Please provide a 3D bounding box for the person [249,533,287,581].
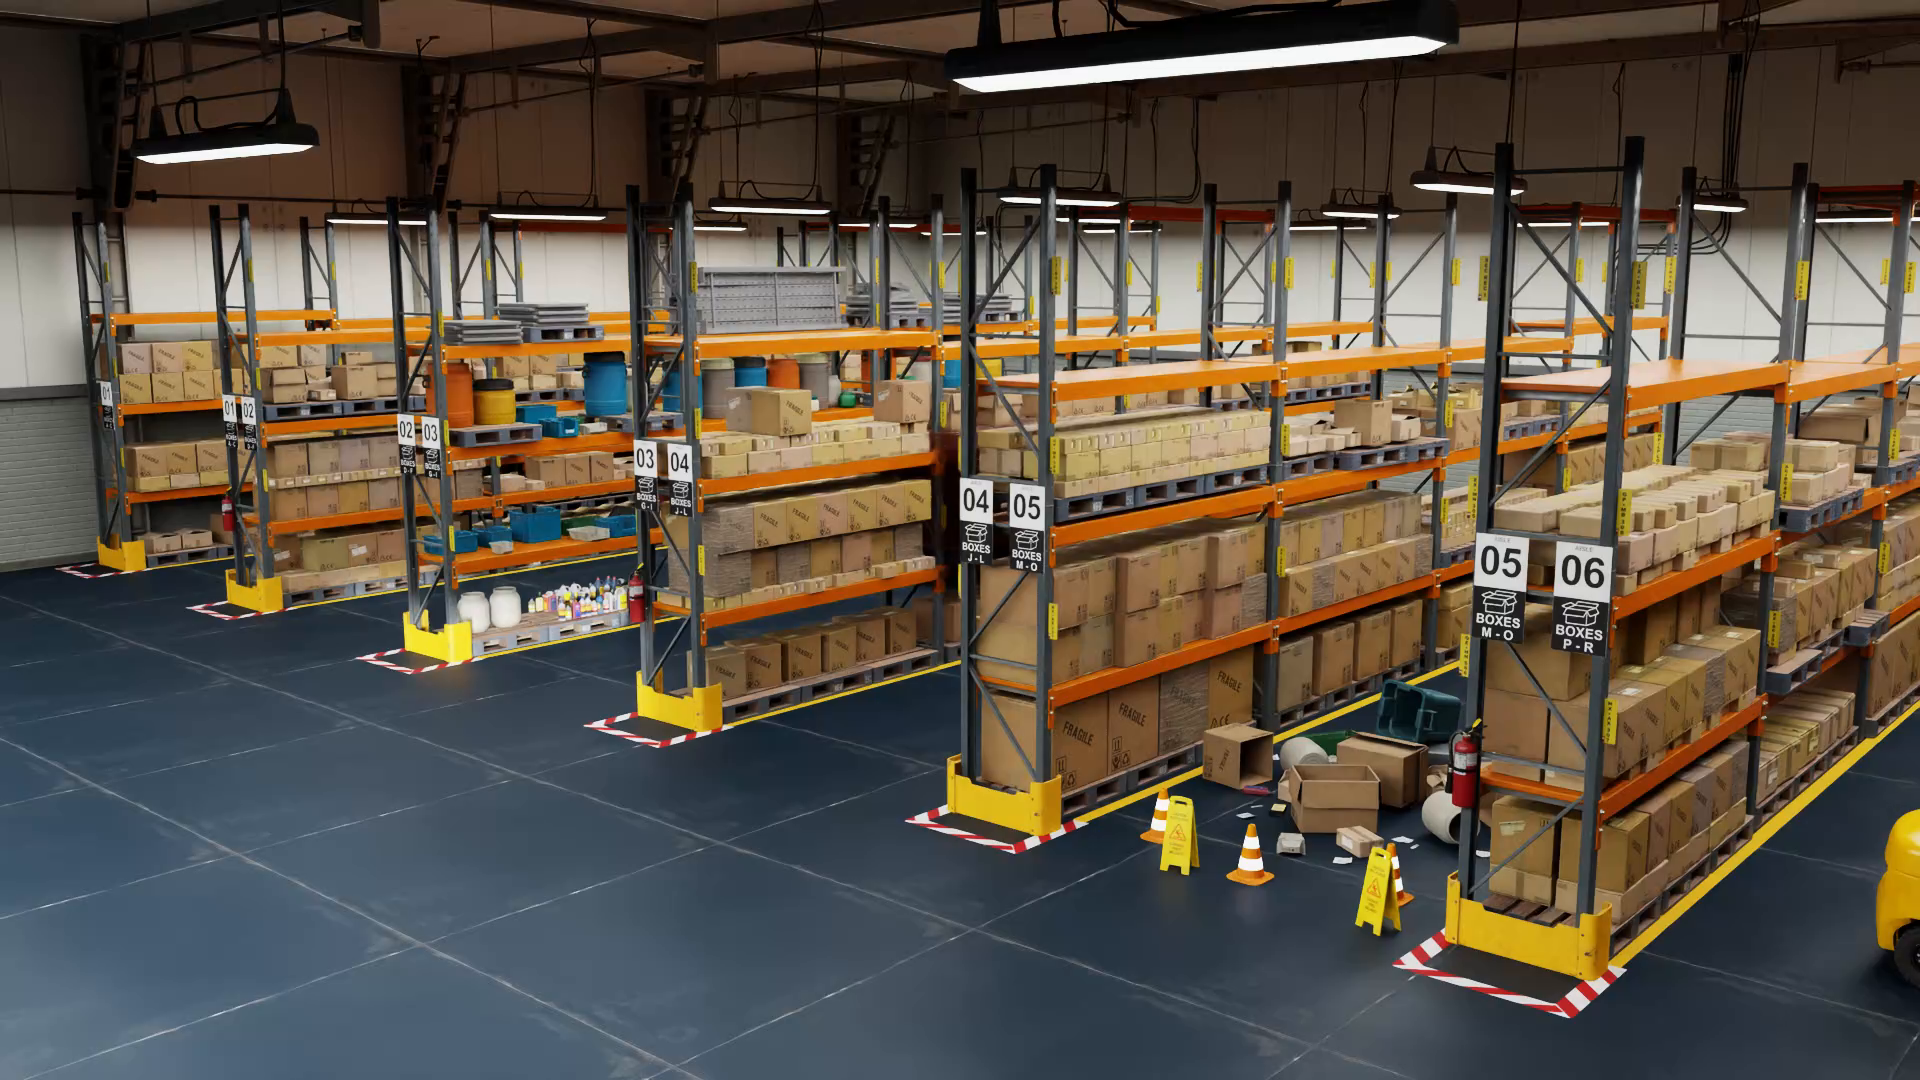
[{"bbox_3d":[-11.229,-0.130,27.000,0.469,1.623,0.970,5,11,28],"label":"person"}]
